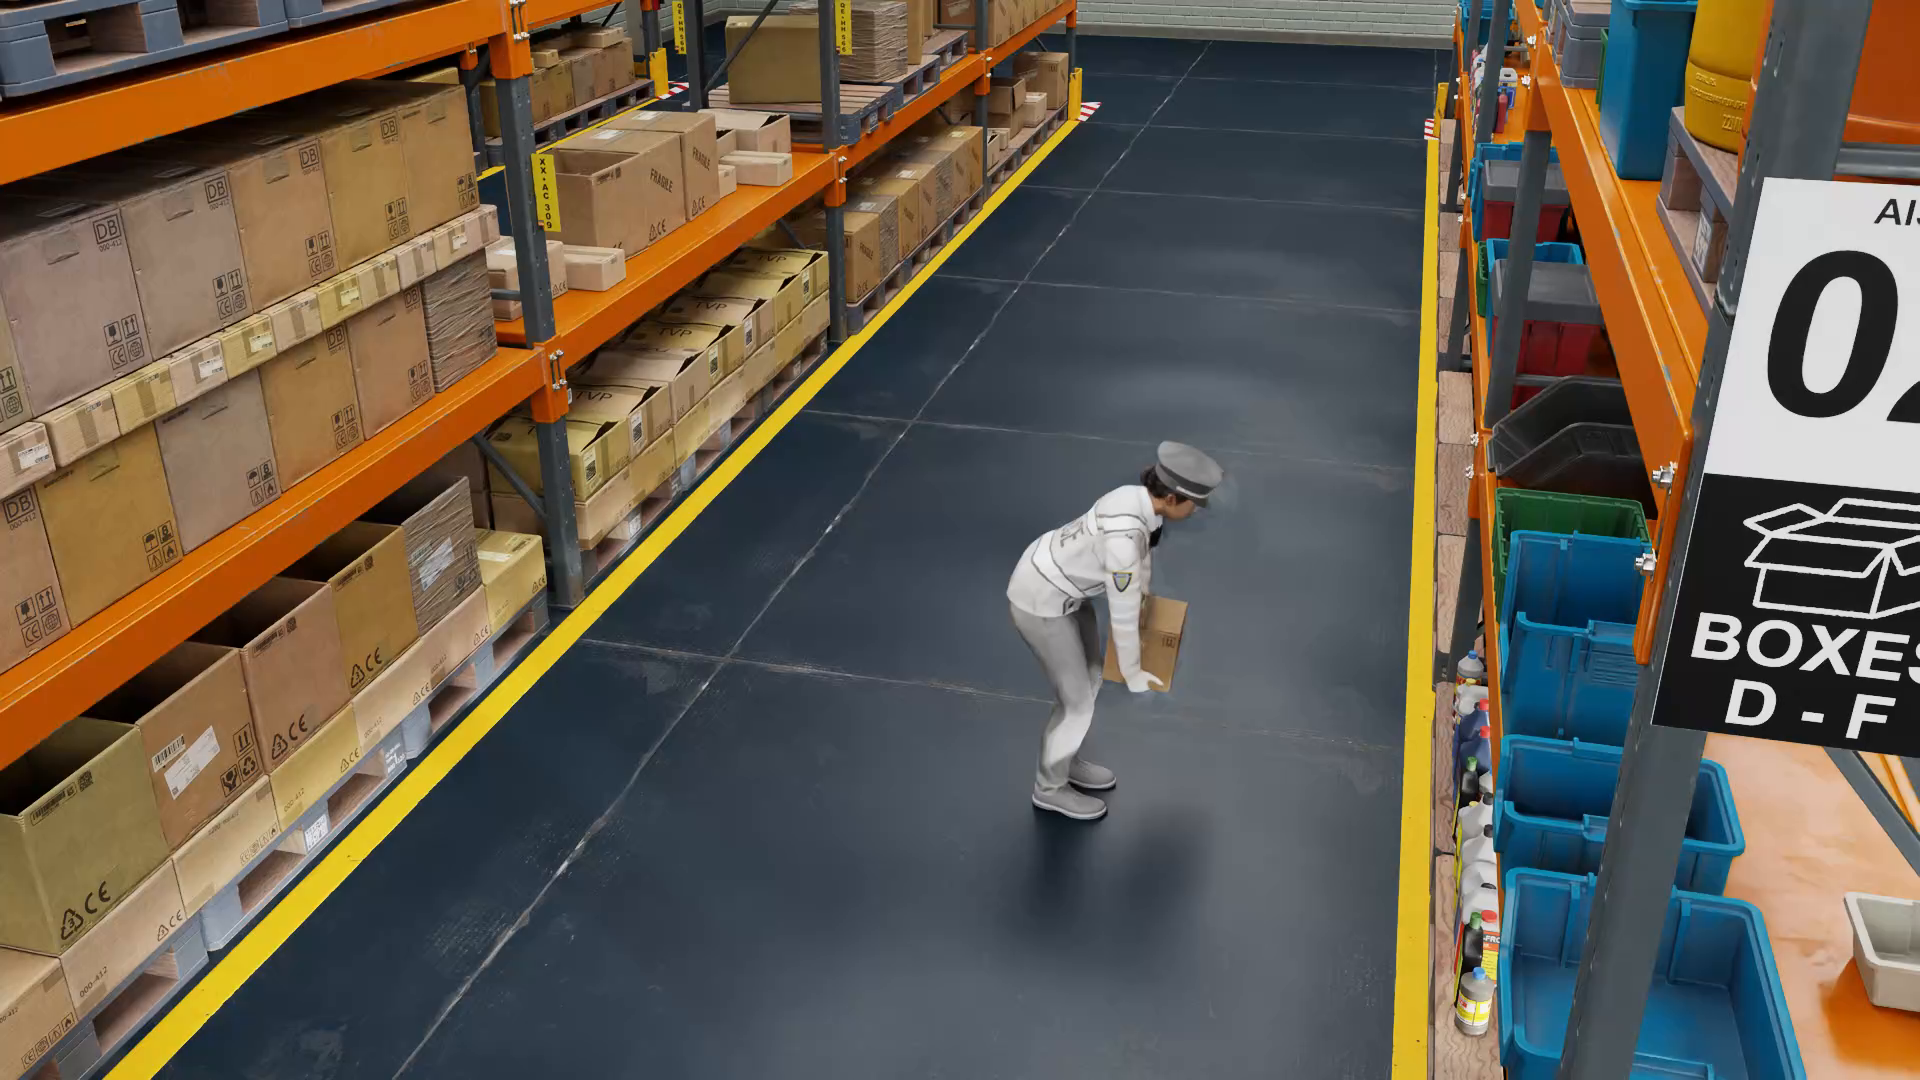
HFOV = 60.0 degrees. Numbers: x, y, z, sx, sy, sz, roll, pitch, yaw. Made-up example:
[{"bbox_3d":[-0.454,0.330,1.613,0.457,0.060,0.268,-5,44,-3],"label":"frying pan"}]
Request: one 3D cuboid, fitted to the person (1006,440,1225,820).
[{"bbox_3d":[0.551,0.330,6.135,0.757,1.484,0.405,6,26,12],"label":"person"}]
